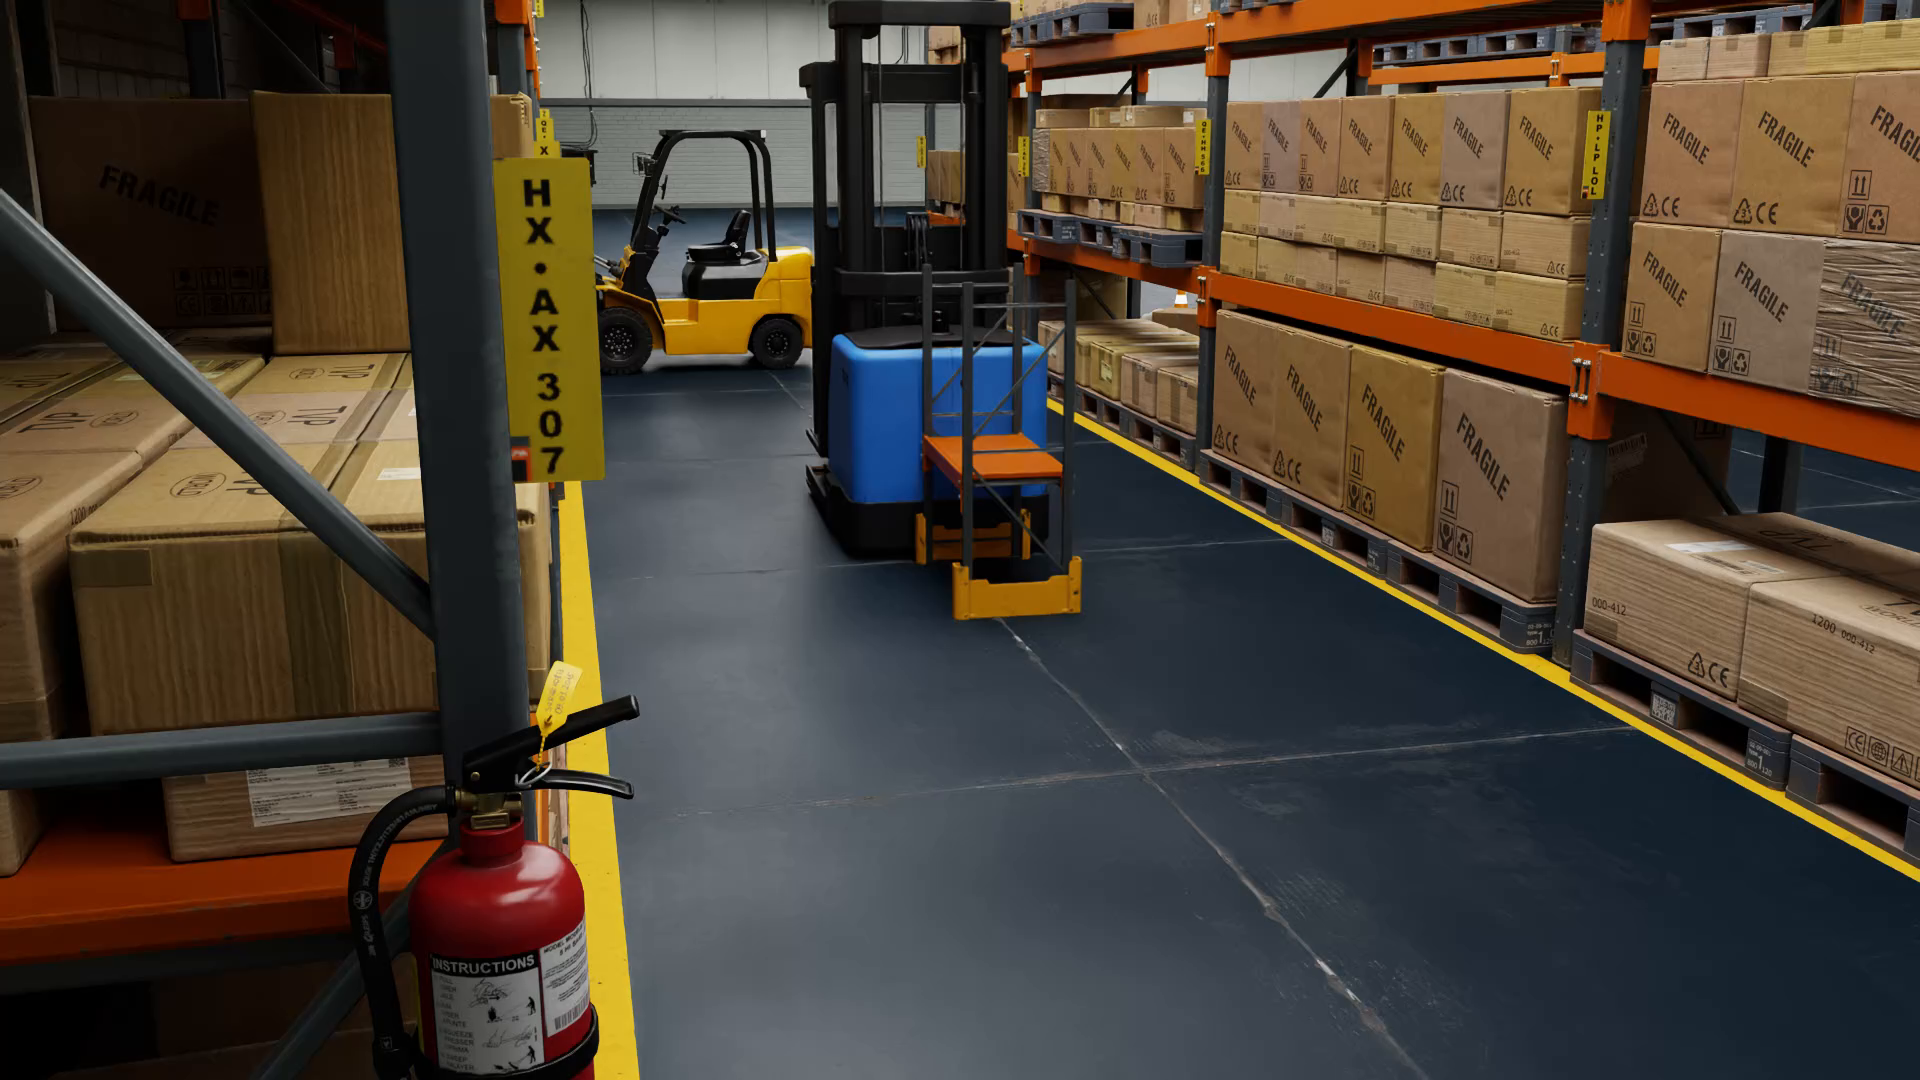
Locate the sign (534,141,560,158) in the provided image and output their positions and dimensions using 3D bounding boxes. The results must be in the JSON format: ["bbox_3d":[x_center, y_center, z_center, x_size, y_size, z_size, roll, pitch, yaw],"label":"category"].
[{"bbox_3d":[-1.358,-1.143,5.460,0.100,0.325,0.005,-3,14,-13],"label":"sign"}]

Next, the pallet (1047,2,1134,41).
[{"bbox_3d":[1.350,-3.792,12.203,1.213,0.211,1.003,-3,14,-13],"label":"pallet"}]

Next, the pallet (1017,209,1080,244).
[{"bbox_3d":[1.100,-2.536,13.390,1.003,0.211,1.213,-3,14,-13],"label":"pallet"}]

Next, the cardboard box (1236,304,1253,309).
[{"bbox_3d":[2.785,-2.073,14.763,0.500,0.500,0.500,-3,14,-13],"label":"cardboard box"}]

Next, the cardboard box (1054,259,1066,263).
[{"bbox_3d":[1.092,-2.663,15.468,0.380,0.149,0.250,-3,14,-11],"label":"cardboard box"}]

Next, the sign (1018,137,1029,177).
[{"bbox_3d":[0.536,-3.202,13.888,0.100,0.325,0.005,-3,14,-13],"label":"sign"}]

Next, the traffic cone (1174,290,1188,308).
[{"bbox_3d":[2.476,-2.617,18.663,0.336,0.463,0.334,-3,14,-13],"label":"traffic cone"}]

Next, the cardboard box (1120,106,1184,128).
[{"bbox_3d":[1.343,-2.964,11.652,0.380,0.149,0.250,-4,14,-16],"label":"cardboard box"}]

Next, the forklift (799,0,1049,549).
[{"bbox_3d":[-0.324,-1.677,9.617,1.130,2.935,3.031,-3,14,-11],"label":"forklift"}]

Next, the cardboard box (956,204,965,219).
[{"bbox_3d":[0.166,-3.282,16.570,0.380,0.149,0.250,-3,14,-12],"label":"cardboard box"}]

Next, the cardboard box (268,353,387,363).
[{"bbox_3d":[-1.170,-0.309,3.559,0.500,0.250,0.500,-4,14,-15],"label":"cardboard box"}]

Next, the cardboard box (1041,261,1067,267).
[{"bbox_3d":[1.049,-2.320,15.431,0.500,0.500,0.500,-3,14,-11],"label":"cardboard box"}]

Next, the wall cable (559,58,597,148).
[{"bbox_3d":[-11.866,-12.328,46.968,3.097,2.526,0.112,-3,14,-13],"label":"wall cable"}]

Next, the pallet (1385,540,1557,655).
[{"bbox_3d":[2.686,0.213,7.610,1.003,0.211,1.213,-3,14,-13],"label":"pallet"}]

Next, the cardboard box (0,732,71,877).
[{"bbox_3d":[-1.283,0.293,1.937,0.380,0.149,0.250,-3,14,-14],"label":"cardboard box"}]

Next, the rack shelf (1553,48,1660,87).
[{"bbox_3d":[6.319,-3.759,13.188,1.077,0.370,4.000,-3,14,-13],"label":"rack shelf"}]

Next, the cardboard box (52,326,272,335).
[{"bbox_3d":[-1.786,-0.398,3.926,0.500,0.250,0.500,-3,14,-12],"label":"cardboard box"}]

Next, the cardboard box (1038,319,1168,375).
[{"bbox_3d":[1.187,-1.620,13.890,0.950,0.372,0.625,-3,14,-12],"label":"cardboard box"}]

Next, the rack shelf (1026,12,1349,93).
[{"bbox_3d":[1.532,-3.460,11.963,1.077,0.370,4.000,-3,14,-13],"label":"rack shelf"}]

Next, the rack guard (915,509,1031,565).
[{"bbox_3d":[0.067,-0.015,8.461,0.587,0.250,0.087,-3,14,-11],"label":"rack guard"}]

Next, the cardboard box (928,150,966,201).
[{"bbox_3d":[-0.036,-3.804,17.342,0.500,0.500,0.500,-4,14,-14],"label":"cardboard box"}]

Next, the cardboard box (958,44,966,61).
[{"bbox_3d":[0.192,-4.679,15.967,0.380,0.149,0.250,-3,14,-13],"label":"cardboard box"}]

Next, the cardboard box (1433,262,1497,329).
[{"bbox_3d":[2.472,-1.102,7.433,0.500,0.250,0.500,-3,14,-14],"label":"cardboard box"}]

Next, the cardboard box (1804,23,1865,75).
[{"bbox_3d":[2.938,-1.554,5.285,0.380,0.149,0.250,-3,14,-14],"label":"cardboard box"}]

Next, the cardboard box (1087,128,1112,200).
[{"bbox_3d":[1.245,-2.738,12.092,0.500,0.500,0.500,-4,14,-15],"label":"cardboard box"}]

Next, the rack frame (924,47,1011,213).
[{"bbox_3d":[0.122,-3.736,17.899,1.000,3.000,0.127,-3,14,-13],"label":"rack frame"}]

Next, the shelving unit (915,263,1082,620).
[{"bbox_3d":[0.162,-0.506,7.838,0.587,1.500,1.083,-3,14,-11],"label":"shelving unit"}]

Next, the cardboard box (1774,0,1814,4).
[{"bbox_3d":[6.252,-4.081,12.081,0.500,0.311,0.500,-3,14,-13],"label":"cardboard box"}]

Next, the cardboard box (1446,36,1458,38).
[{"bbox_3d":[5.094,-5.118,16.671,0.380,0.149,0.250,-3,14,-13],"label":"cardboard box"}]

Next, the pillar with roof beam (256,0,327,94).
[{"bbox_3d":[0.180,-5.018,10.505,9.100,9.000,0.400,-3,14,-13],"label":"pillar with roof beam"}]

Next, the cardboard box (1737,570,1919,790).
[{"bbox_3d":[3.195,0.430,5.360,0.875,0.438,0.875,-4,14,-15],"label":"cardboard box"}]

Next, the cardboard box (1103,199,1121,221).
[{"bbox_3d":[1.255,-2.388,12.026,0.380,0.149,0.250,-4,14,-15],"label":"cardboard box"}]

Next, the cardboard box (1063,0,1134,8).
[{"bbox_3d":[1.069,-4.013,12.142,0.500,0.250,0.500,-3,14,-14],"label":"cardboard box"}]

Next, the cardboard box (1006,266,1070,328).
[{"bbox_3d":[0.662,-2.167,14.807,0.500,0.500,0.500,-3,14,-14],"label":"cardboard box"}]

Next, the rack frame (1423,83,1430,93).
[{"bbox_3d":[4.910,-4.035,19.124,1.000,3.000,0.127,-3,14,-13],"label":"rack frame"}]

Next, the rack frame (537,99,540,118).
[{"bbox_3d":[-4.702,-3.459,16.763,1.000,3.000,0.127,-3,14,-13],"label":"rack frame"}]

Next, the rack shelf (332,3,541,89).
[{"bbox_3d":[-3.292,-3.182,10.827,1.077,0.370,4.000,-3,14,-13],"label":"rack shelf"}]

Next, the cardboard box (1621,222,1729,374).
[{"bbox_3d":[2.796,-0.894,6.053,0.500,0.500,0.500,-3,14,-11],"label":"cardboard box"}]

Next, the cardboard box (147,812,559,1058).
[{"bbox_3d":[-1.158,0.897,3.317,0.700,0.500,0.500,-3,14,-11],"label":"cardboard box"}]

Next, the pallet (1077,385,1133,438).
[{"bbox_3d":[1.536,-0.997,12.564,1.003,0.211,1.213,-3,14,-13],"label":"pallet"}]

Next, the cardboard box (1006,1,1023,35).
[{"bbox_3d":[0.696,-4.429,14.106,0.500,0.250,0.500,-3,14,-14],"label":"cardboard box"}]

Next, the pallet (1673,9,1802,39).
[{"bbox_3d":[6.321,-3.959,12.888,1.003,0.211,1.213,-3,14,-11],"label":"pallet"}]

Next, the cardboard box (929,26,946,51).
[{"bbox_3d":[-0.018,-5.134,16.990,0.500,0.250,0.500,-4,14,-14],"label":"cardboard box"}]

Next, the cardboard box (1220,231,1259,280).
[{"bbox_3d":[1.872,-1.691,9.843,0.500,0.250,0.500,-4,14,-14],"label":"cardboard box"}]

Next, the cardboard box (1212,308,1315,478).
[{"bbox_3d":[2.083,-0.898,9.876,0.875,0.875,0.875,-3,14,-14],"label":"cardboard box"}]

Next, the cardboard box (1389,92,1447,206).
[{"bbox_3d":[2.363,-1.828,7.772,0.500,0.500,0.500,-3,14,-11],"label":"cardboard box"}]

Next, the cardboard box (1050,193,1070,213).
[{"bbox_3d":[0.935,-2.692,13.270,0.380,0.149,0.250,-3,14,-12],"label":"cardboard box"}]

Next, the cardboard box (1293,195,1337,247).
[{"bbox_3d":[2.106,-1.695,8.807,0.500,0.250,0.500,-3,14,-13],"label":"cardboard box"}]

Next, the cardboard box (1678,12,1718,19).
[{"bbox_3d":[6.354,-4.477,13.831,0.500,0.250,0.500,-3,14,-14],"label":"cardboard box"}]

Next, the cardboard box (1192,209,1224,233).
[{"bbox_3d":[1.696,-2.035,10.581,0.380,0.149,0.250,-3,14,-11],"label":"cardboard box"}]
